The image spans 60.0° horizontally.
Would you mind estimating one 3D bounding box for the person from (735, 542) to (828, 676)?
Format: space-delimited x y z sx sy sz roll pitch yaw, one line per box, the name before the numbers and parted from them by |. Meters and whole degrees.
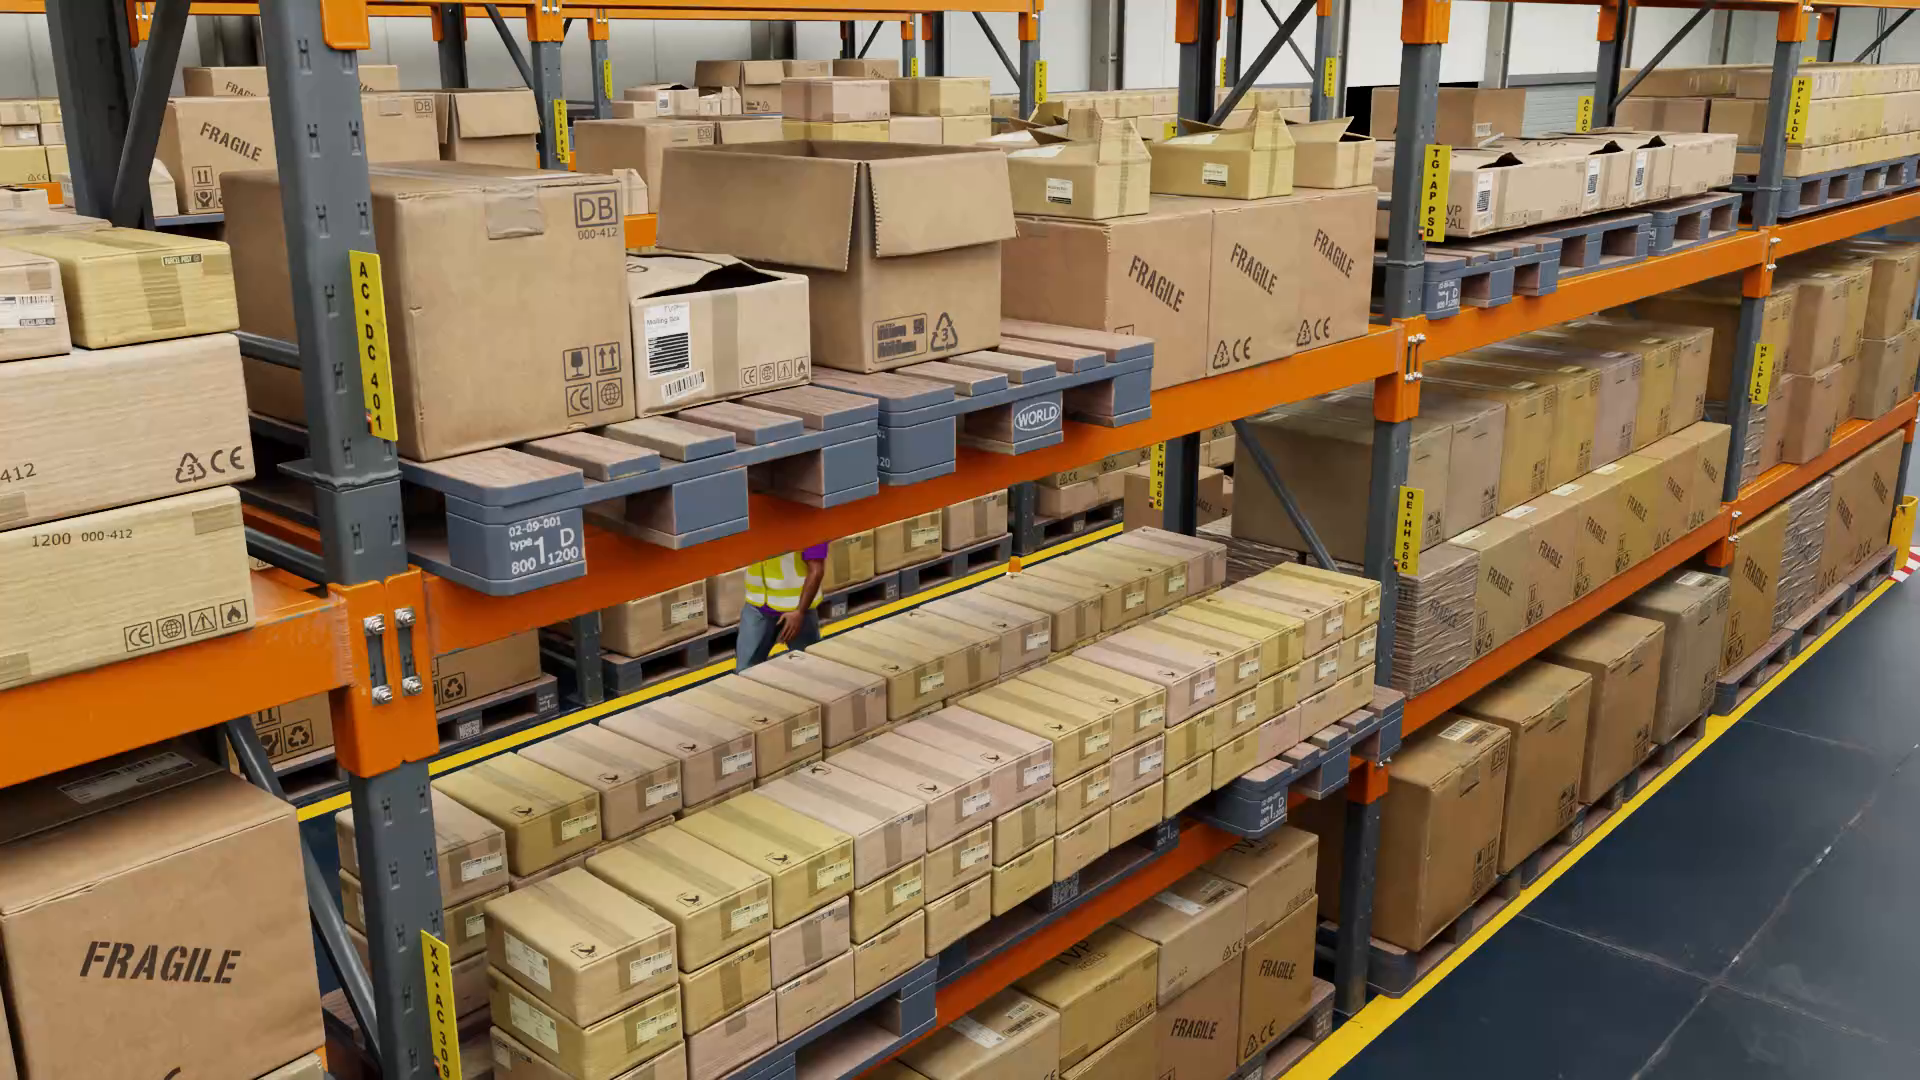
person | -0.987 0.342 8.812 0.580 1.703 1.053 9 19 27
